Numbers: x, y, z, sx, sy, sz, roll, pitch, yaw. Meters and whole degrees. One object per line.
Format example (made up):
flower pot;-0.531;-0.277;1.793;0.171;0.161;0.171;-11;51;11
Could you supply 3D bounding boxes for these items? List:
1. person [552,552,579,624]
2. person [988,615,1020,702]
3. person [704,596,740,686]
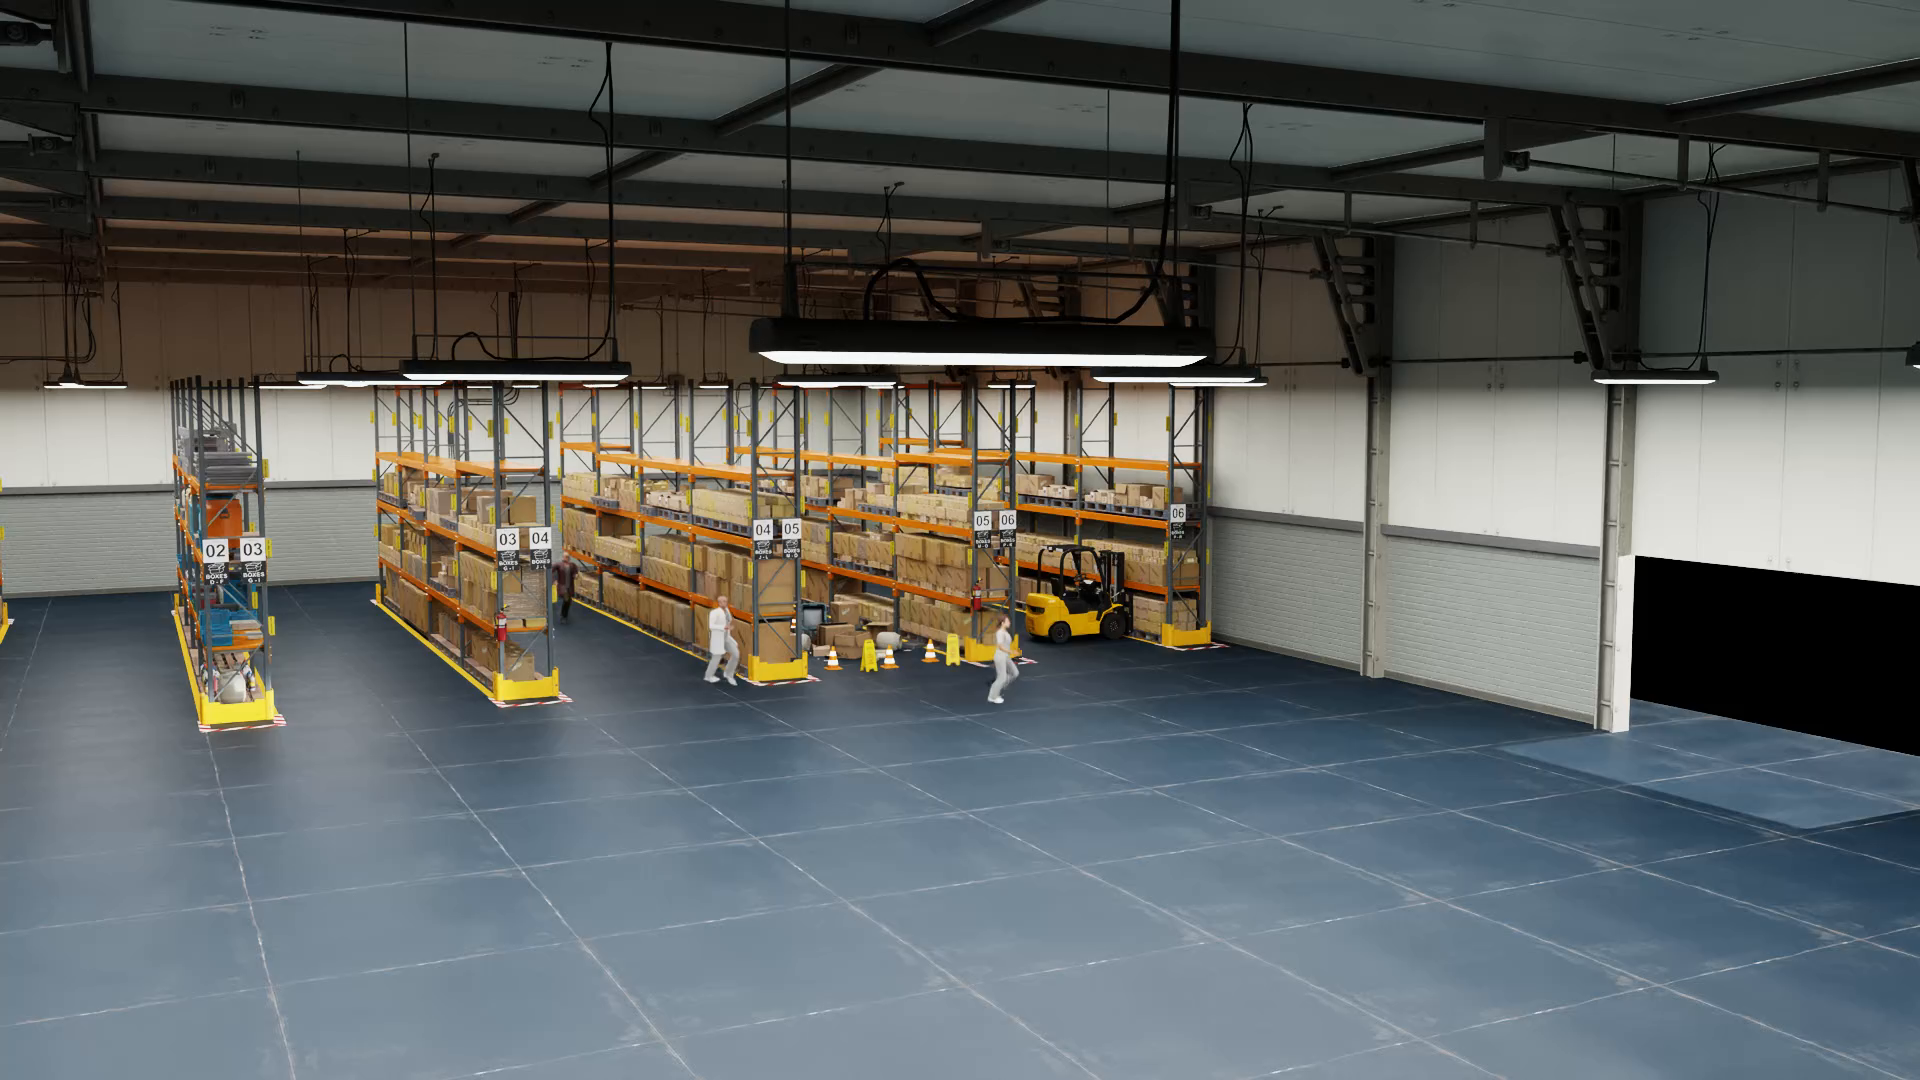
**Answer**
person;-9.755;1.205;41.109;0.705;1.805;0.847;-3;6;-34
person;0.824;2.186;30.639;0.636;1.624;0.543;2;5;17
person;-4.660;1.971;32.431;0.865;1.789;0.722;4;6;35
